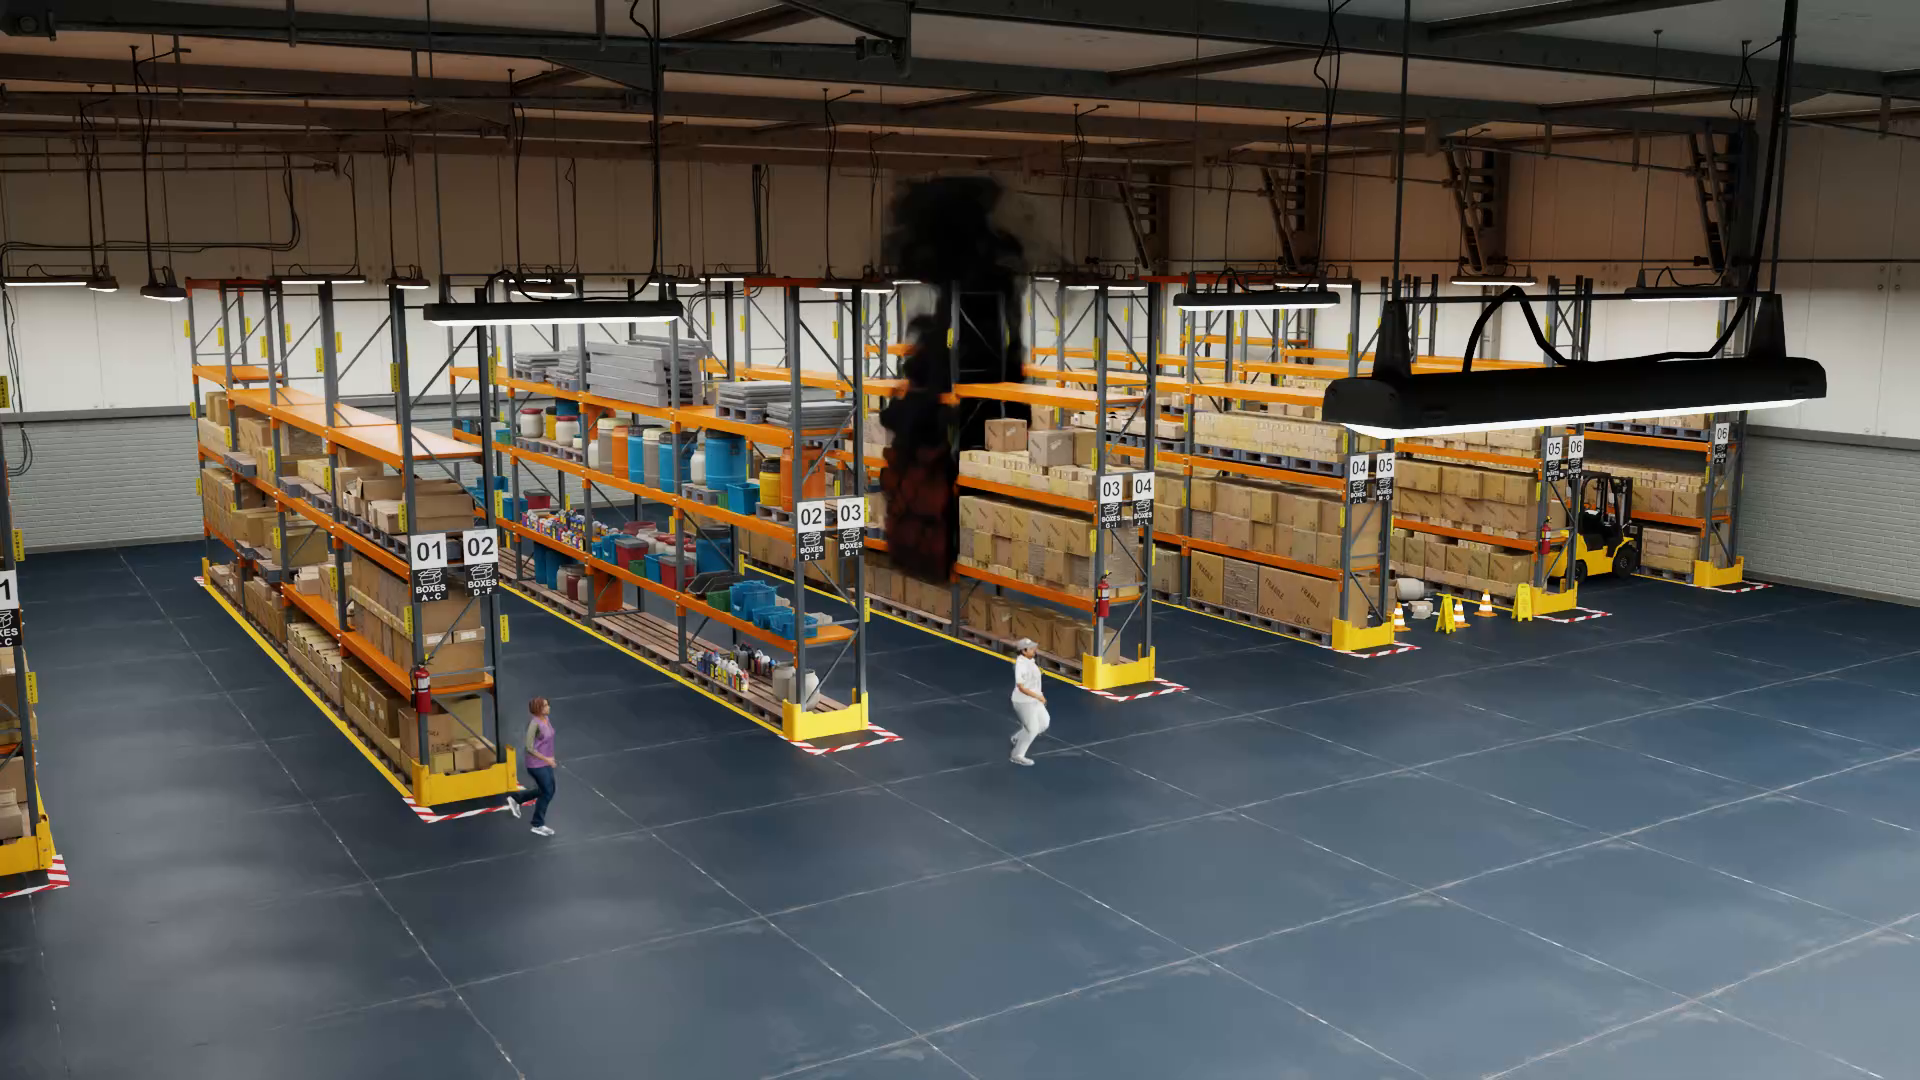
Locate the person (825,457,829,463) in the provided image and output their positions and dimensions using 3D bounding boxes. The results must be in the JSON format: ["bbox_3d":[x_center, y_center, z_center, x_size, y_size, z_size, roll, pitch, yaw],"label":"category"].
[{"bbox_3d":[-3.362,-1.165,39.869,0.760,1.667,0.576,-2,10,-11],"label":"person"}]

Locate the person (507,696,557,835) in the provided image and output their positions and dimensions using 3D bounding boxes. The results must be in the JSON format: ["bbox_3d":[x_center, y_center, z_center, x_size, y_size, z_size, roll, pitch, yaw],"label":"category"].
[{"bbox_3d":[-4.751,2.507,18.525,0.618,1.565,0.559,1,10,3],"label":"person"}]

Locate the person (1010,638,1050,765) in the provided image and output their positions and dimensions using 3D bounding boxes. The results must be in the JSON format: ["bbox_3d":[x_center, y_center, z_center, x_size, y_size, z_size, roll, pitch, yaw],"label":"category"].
[{"bbox_3d":[0.881,2.035,21.064,0.500,1.631,0.614,1,10,8],"label":"person"}]
